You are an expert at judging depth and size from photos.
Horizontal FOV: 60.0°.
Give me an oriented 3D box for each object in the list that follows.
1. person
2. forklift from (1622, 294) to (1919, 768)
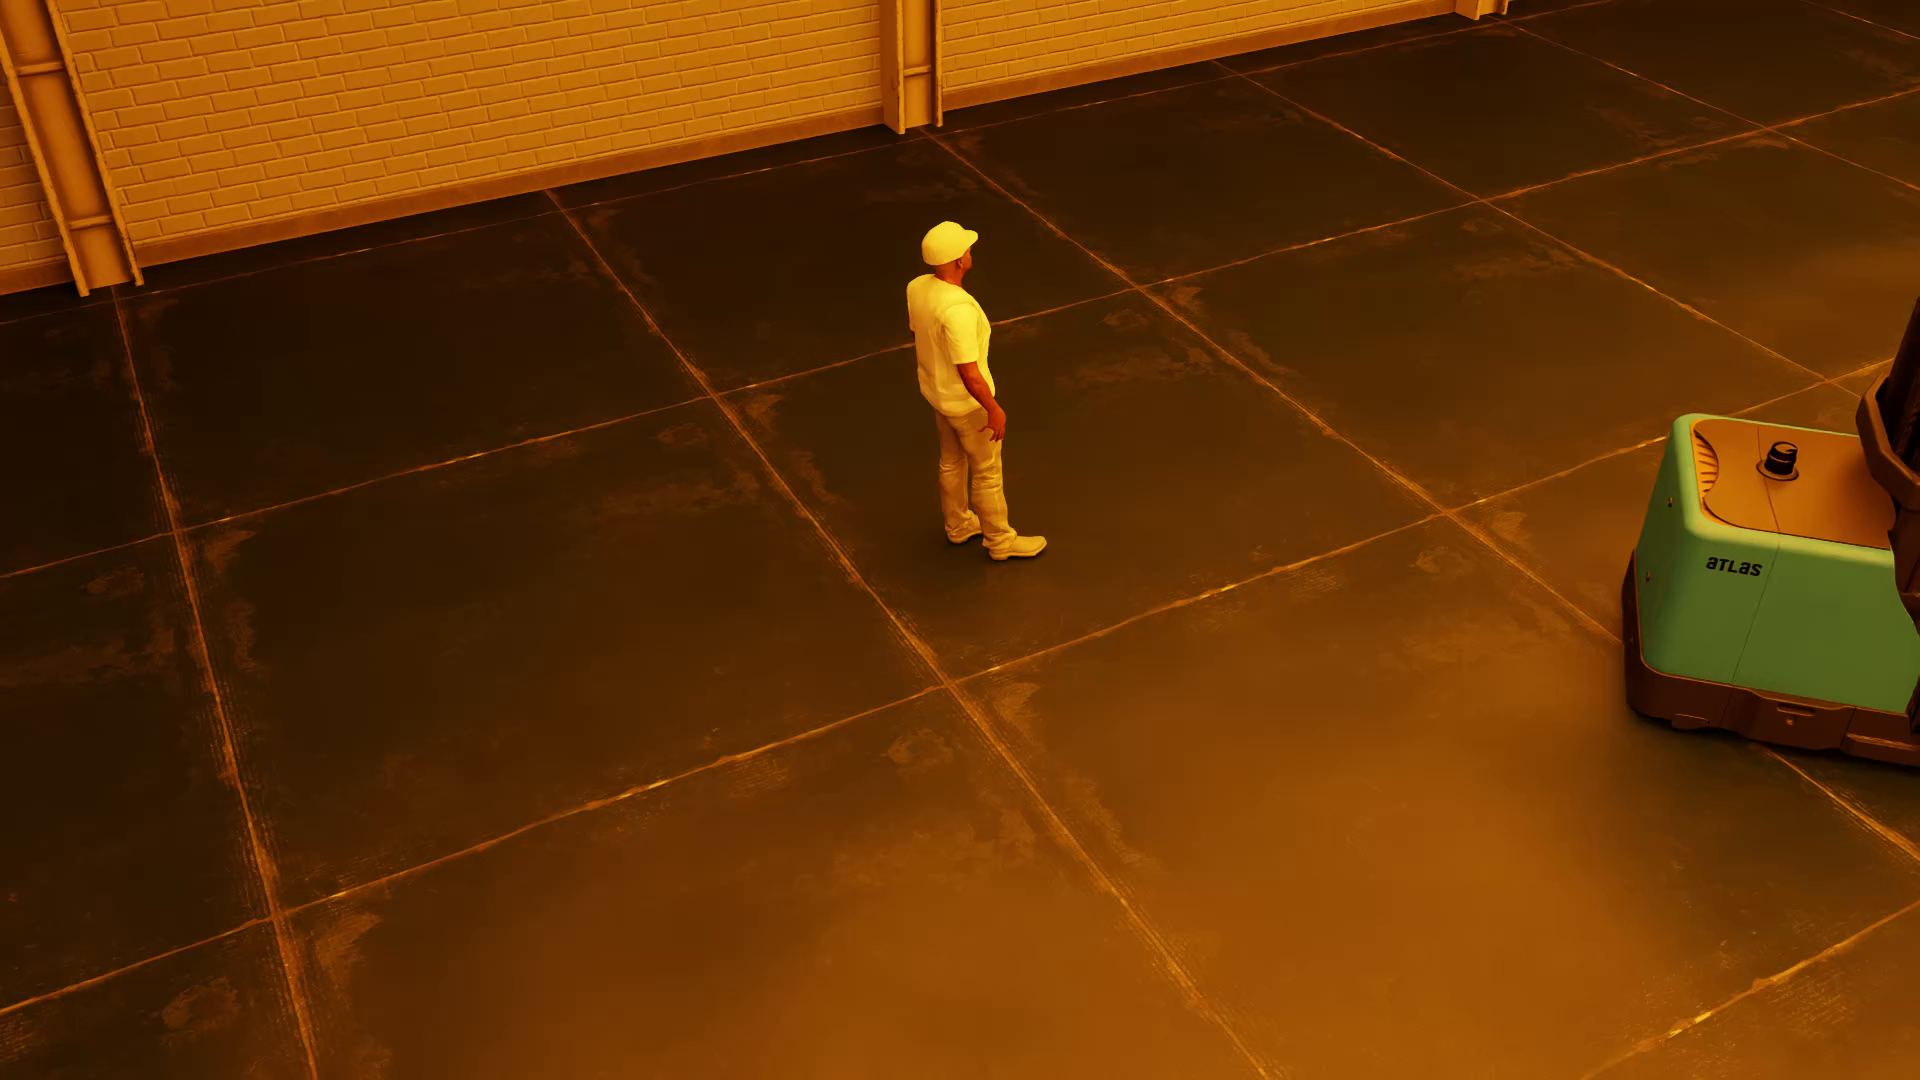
[{"bbox_3d":[0.064,-0.743,8.170,0.577,1.765,0.665,-17,39,-23],"label":"person"},{"bbox_3d":[4.595,-0.413,6.707,3.031,2.935,1.130,10,36,13],"label":"forklift"}]
